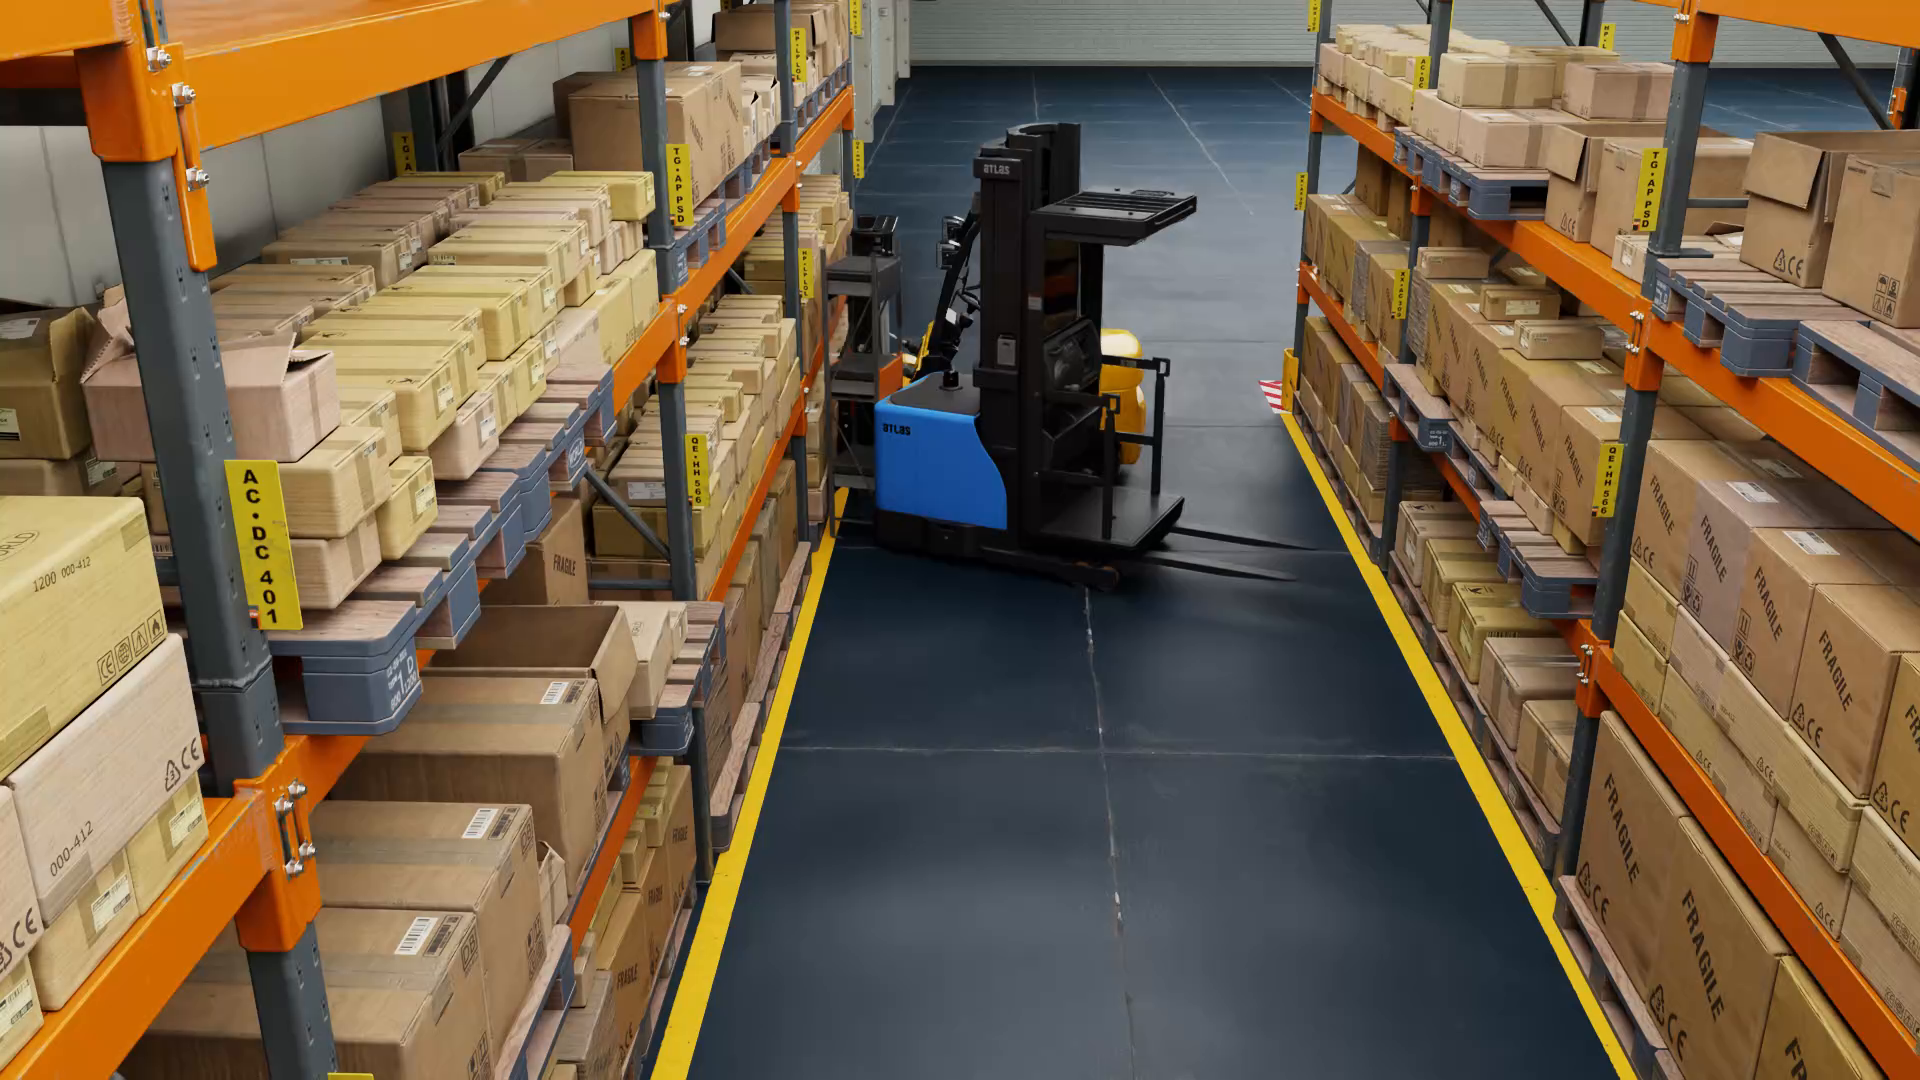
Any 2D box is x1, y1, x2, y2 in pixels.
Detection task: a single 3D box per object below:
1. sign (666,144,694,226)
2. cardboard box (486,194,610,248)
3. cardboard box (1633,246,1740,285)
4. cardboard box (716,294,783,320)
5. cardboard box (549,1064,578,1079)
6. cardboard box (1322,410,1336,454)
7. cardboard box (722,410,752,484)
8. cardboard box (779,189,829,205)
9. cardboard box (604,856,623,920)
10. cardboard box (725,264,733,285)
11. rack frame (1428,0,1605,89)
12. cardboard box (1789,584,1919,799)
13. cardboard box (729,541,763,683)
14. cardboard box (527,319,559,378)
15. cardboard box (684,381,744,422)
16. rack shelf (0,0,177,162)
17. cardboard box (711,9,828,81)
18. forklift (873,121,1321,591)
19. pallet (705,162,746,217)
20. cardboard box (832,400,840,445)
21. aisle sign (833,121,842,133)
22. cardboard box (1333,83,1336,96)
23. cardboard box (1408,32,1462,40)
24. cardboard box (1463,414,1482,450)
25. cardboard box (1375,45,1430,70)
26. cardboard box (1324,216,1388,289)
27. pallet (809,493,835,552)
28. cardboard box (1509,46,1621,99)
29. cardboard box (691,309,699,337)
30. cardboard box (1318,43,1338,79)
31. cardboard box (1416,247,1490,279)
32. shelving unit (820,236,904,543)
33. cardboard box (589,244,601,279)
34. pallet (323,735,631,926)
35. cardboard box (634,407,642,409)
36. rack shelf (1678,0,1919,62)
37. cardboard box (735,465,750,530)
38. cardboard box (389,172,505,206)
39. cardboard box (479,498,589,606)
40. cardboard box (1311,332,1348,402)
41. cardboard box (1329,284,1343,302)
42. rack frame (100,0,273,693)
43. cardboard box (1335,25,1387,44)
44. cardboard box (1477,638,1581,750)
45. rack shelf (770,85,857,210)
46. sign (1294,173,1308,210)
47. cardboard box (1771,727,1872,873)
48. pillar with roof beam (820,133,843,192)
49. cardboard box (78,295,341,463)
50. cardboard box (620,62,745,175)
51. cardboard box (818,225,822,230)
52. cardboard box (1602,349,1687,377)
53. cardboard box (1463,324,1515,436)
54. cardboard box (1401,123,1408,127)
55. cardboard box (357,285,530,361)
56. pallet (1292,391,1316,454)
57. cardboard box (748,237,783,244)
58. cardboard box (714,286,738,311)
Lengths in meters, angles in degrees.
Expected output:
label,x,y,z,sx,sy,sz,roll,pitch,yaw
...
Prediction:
label,x,y,z,sx,sy,sz,roll,pitch,yaw
sign,-1.133,-1.431,6.709,0.100,0.325,0.005,1,21,2
cardboard box,-1.462,-1.133,5.901,0.380,0.149,0.250,0,21,0
cardboard box,3.085,-1.143,7.028,0.380,0.149,0.250,1,21,2
cardboard box,-1.343,-1.468,10.630,0.380,0.149,0.250,1,21,3
cardboard box,-1.532,2.072,5.417,0.500,0.500,0.500,0,21,0
cardboard box,3.201,-0.881,13.374,0.500,0.250,0.500,2,21,5
cardboard box,-1.368,-0.489,8.660,0.500,0.250,0.500,0,21,0
cardboard box,-1.272,-2.773,13.583,0.380,0.149,0.250,1,21,2
cardboard box,-1.520,1.339,6.410,0.380,0.149,0.250,1,21,3
cardboard box,-1.812,-1.899,11.742,0.380,0.149,0.250,1,21,3
rack frame,3.407,-3.988,9.868,1.000,3.000,0.127,1,21,2
cardboard box,2.971,0.466,5.160,0.500,0.500,0.500,1,21,2
cardboard box,-1.611,0.408,9.534,0.875,0.625,0.625,0,21,-1
cardboard box,-1.370,-0.536,4.744,0.380,0.149,0.250,1,21,3
cardboard box,-1.343,-0.726,8.719,0.380,0.149,0.250,1,21,3
rack shelf,-1.858,-0.089,0.817,1.077,0.370,4.000,1,21,2
cardboard box,-1.389,-3.637,12.247,0.797,0.503,0.637,1,21,3
forklift,0.943,-1.241,11.176,3.031,2.935,1.130,10,23,24
pallet,-1.713,-1.760,8.531,1.003,0.211,1.213,2,21,4
cardboard box,-1.191,-0.927,12.801,0.500,0.250,0.500,0,21,1
aisle sign,-1.137,-3.923,14.400,0.394,0.787,0.004,1,21,2
cardboard box,3.276,-3.707,13.636,0.380,0.149,0.250,0,21,0
cardboard box,3.719,-3.889,13.003,0.380,0.149,0.250,1,21,2
cardboard box,3.007,-0.603,9.203,0.380,0.149,0.250,1,21,4
cardboard box,3.171,-3.431,11.824,0.380,0.149,0.250,1,21,2
cardboard box,3.211,-2.283,13.217,0.500,0.500,0.500,0,21,1
pallet,-1.488,-0.232,12.334,1.003,0.211,1.213,1,21,2
cardboard box,3.517,-2.738,9.727,0.500,0.250,0.500,1,21,3
cardboard box,-1.840,-1.373,10.385,0.380,0.149,0.250,0,21,0
cardboard box,3.247,-3.926,13.650,0.500,0.250,0.500,0,21,1
cardboard box,3.040,-1.709,10.259,0.380,0.149,0.250,1,21,1
shelving unit,-0.679,-1.064,11.857,0.431,2.100,0.503,6,22,17
cardboard box,-1.507,-0.994,5.953,0.380,0.149,0.250,1,21,3
pallet,-1.730,0.994,5.585,1.003,0.211,1.213,1,21,2
cardboard box,-1.885,-0.675,9.138,0.500,0.250,0.500,0,21,1
rack shelf,3.225,-1.297,4.479,1.077,0.370,4.000,1,21,2
cardboard box,-1.389,-0.254,8.745,0.500,0.250,0.500,0,21,0
cardboard box,-1.963,-1.321,6.386,0.380,0.149,0.250,0,21,0
cardboard box,-1.848,0.144,6.793,0.500,0.500,0.500,2,21,4
cardboard box,3.216,-1.415,13.713,0.500,0.500,0.500,0,21,0
cardboard box,3.201,-2.028,13.457,0.380,0.149,0.250,1,21,3
rack frame,-1.797,-1.149,2.550,1.000,3.000,0.127,1,21,2
cardboard box,3.314,-4.165,13.713,0.380,0.149,0.250,0,21,1
cardboard box,3.327,0.813,8.839,0.950,0.372,0.625,0,21,1
rack shelf,-1.493,-3.031,12.541,1.077,0.370,4.000,1,21,2
sign,2.987,-3.047,14.539,0.100,0.325,0.005,1,21,2
cardboard box,2.951,0.822,5.279,0.500,0.250,0.500,1,21,3
pillar with roof beam,2.313,-9.537,24.169,9.100,9.000,0.400,1,21,2
cardboard box,-1.439,-0.313,3.186,0.396,0.266,0.258,0,21,1
cardboard box,-1.379,-2.113,8.325,0.500,0.500,0.500,1,21,3
cardboard box,-1.275,-2.358,12.925,0.380,0.149,0.250,0,21,1
cardboard box,3.549,-0.667,8.471,0.500,0.500,0.500,1,21,3
cardboard box,3.058,-0.861,8.970,0.500,0.500,0.500,0,21,-1
cardboard box,3.191,-2.773,11.230,0.380,0.149,0.250,1,21,2
cardboard box,-1.379,-0.584,4.459,0.380,0.149,0.250,1,21,2
pallet,3.467,-1.017,14.358,1.003,0.211,1.213,1,21,2
cardboard box,-1.331,-2.032,11.674,0.380,0.149,0.250,0,21,1
cardboard box,-1.811,-1.457,11.498,0.500,0.500,0.500,1,21,1
